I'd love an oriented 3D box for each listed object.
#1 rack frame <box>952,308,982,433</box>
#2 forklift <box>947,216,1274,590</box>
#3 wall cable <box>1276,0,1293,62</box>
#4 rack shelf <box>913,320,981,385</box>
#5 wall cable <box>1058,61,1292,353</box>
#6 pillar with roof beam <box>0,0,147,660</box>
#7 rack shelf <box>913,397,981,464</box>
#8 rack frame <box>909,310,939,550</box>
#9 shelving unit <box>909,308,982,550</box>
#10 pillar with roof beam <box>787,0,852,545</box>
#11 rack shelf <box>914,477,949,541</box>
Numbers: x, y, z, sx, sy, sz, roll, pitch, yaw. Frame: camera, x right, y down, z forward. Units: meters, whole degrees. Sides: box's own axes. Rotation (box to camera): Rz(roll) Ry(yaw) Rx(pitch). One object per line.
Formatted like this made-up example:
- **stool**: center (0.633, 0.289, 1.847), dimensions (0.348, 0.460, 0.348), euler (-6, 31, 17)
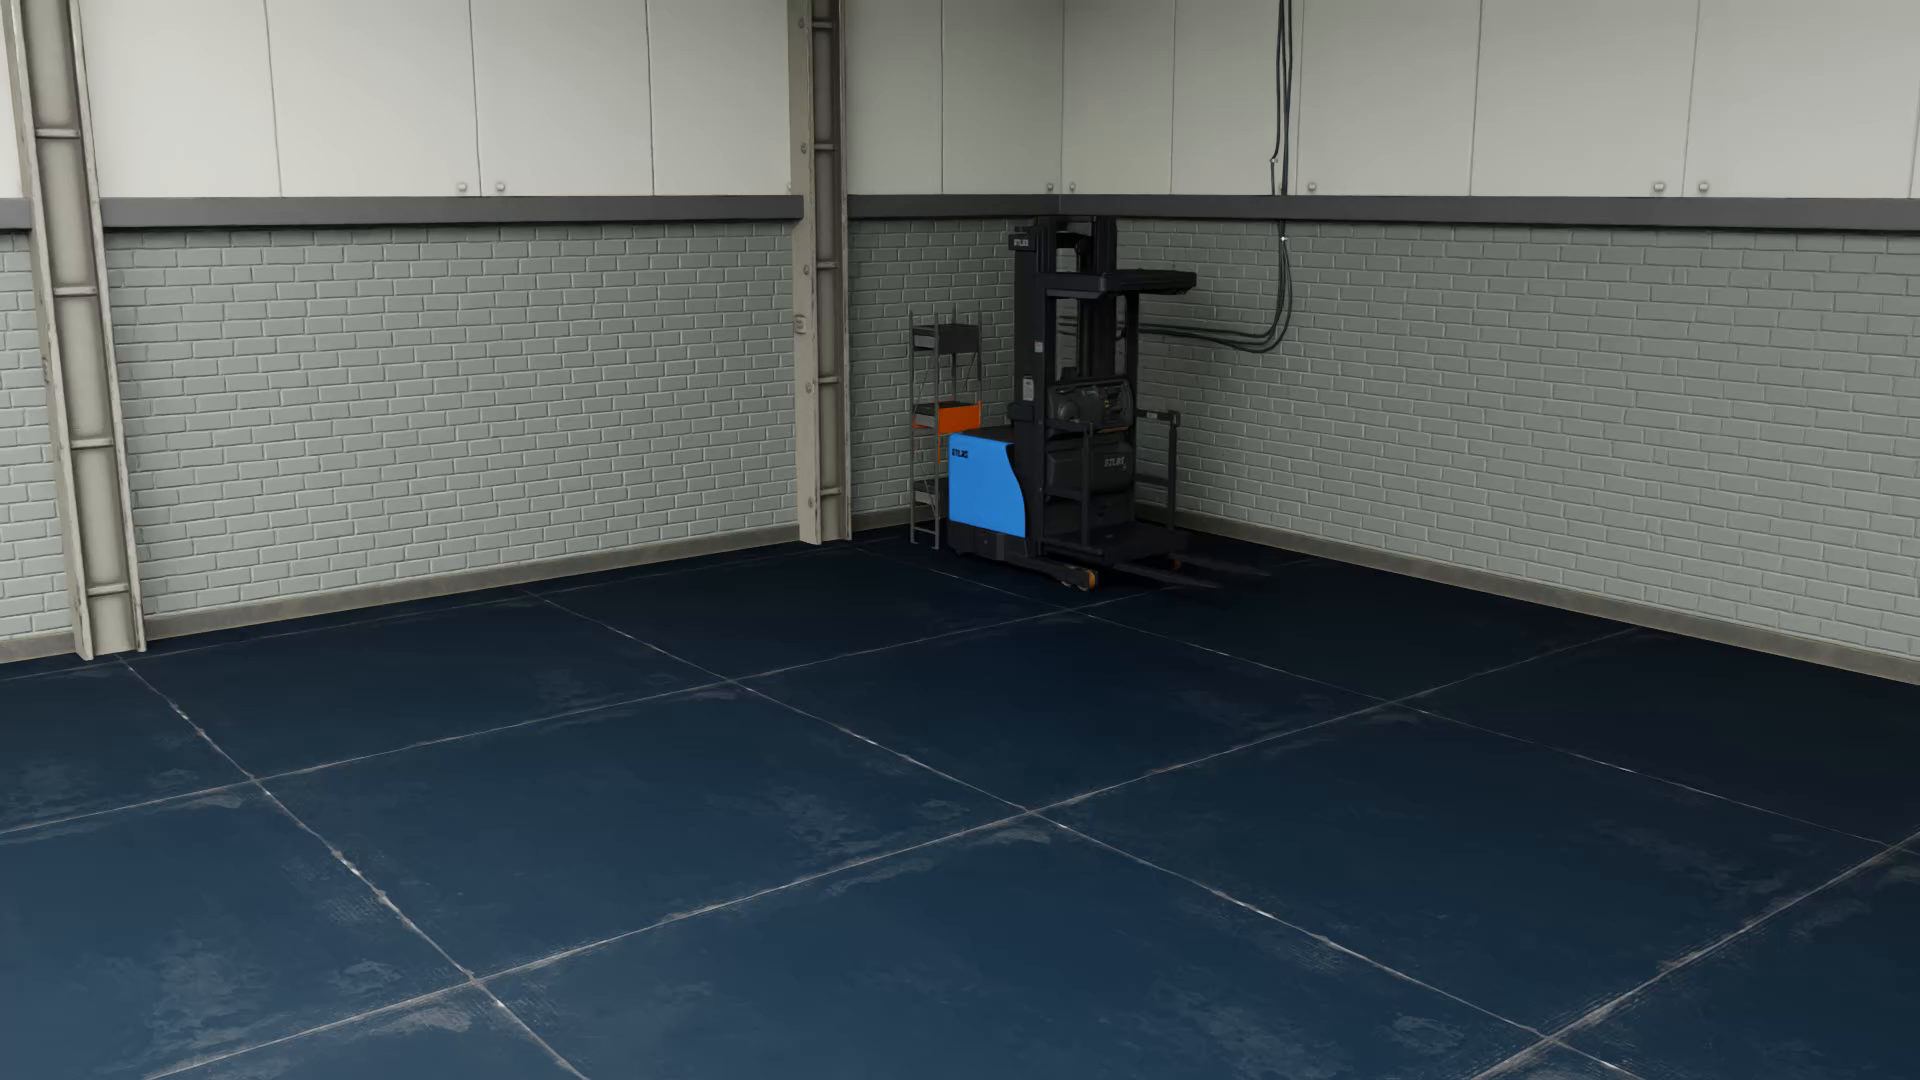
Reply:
- **rack frame**: center (0.061, -1.037, 15.080), dimensions (0.015, 2.100, 0.400), euler (-9, 15, -38)
- **forklift**: center (1.215, -1.145, 13.588), dimensions (1.130, 2.935, 3.031), euler (-10, 15, -39)
- **wall cable**: center (3.578, -5.087, 12.860), dimensions (0.112, 2.526, 3.097), euler (-9, 15, -38)
- **rack shelf**: center (-0.129, -1.677, 14.788), dimensions (0.480, 0.518, 0.431), euler (-9, 15, -38)
- **wall cable**: center (1.888, -3.056, 15.451), dimensions (0.112, 2.526, 3.097), euler (-9, 15, -38)
- **pillar with roof beam**: center (-3.235, -2.930, 7.383), dimensions (0.400, 9.000, 9.100), euler (-9, 15, -38)
- **rack shelf**: center (-0.129, -0.992, 14.934), dimensions (0.480, 0.518, 0.431), euler (-9, 15, -38)
- **rack frame**: center (-0.320, -0.974, 14.782), dimensions (0.015, 2.100, 0.400), euler (-9, 15, -38)
- **shelving unit**: center (-0.129, -1.006, 14.931), dimensions (0.503, 2.100, 0.431), euler (-9, 15, -38)
- **pillar with roof beam**: center (1.450, -3.708, 11.050), dimensions (0.400, 9.000, 9.100), euler (-9, 15, -38)
- **rack shelf**: center (-0.129, -0.308, 15.079), dimensions (0.480, 0.518, 0.431), euler (-9, 15, -38)
